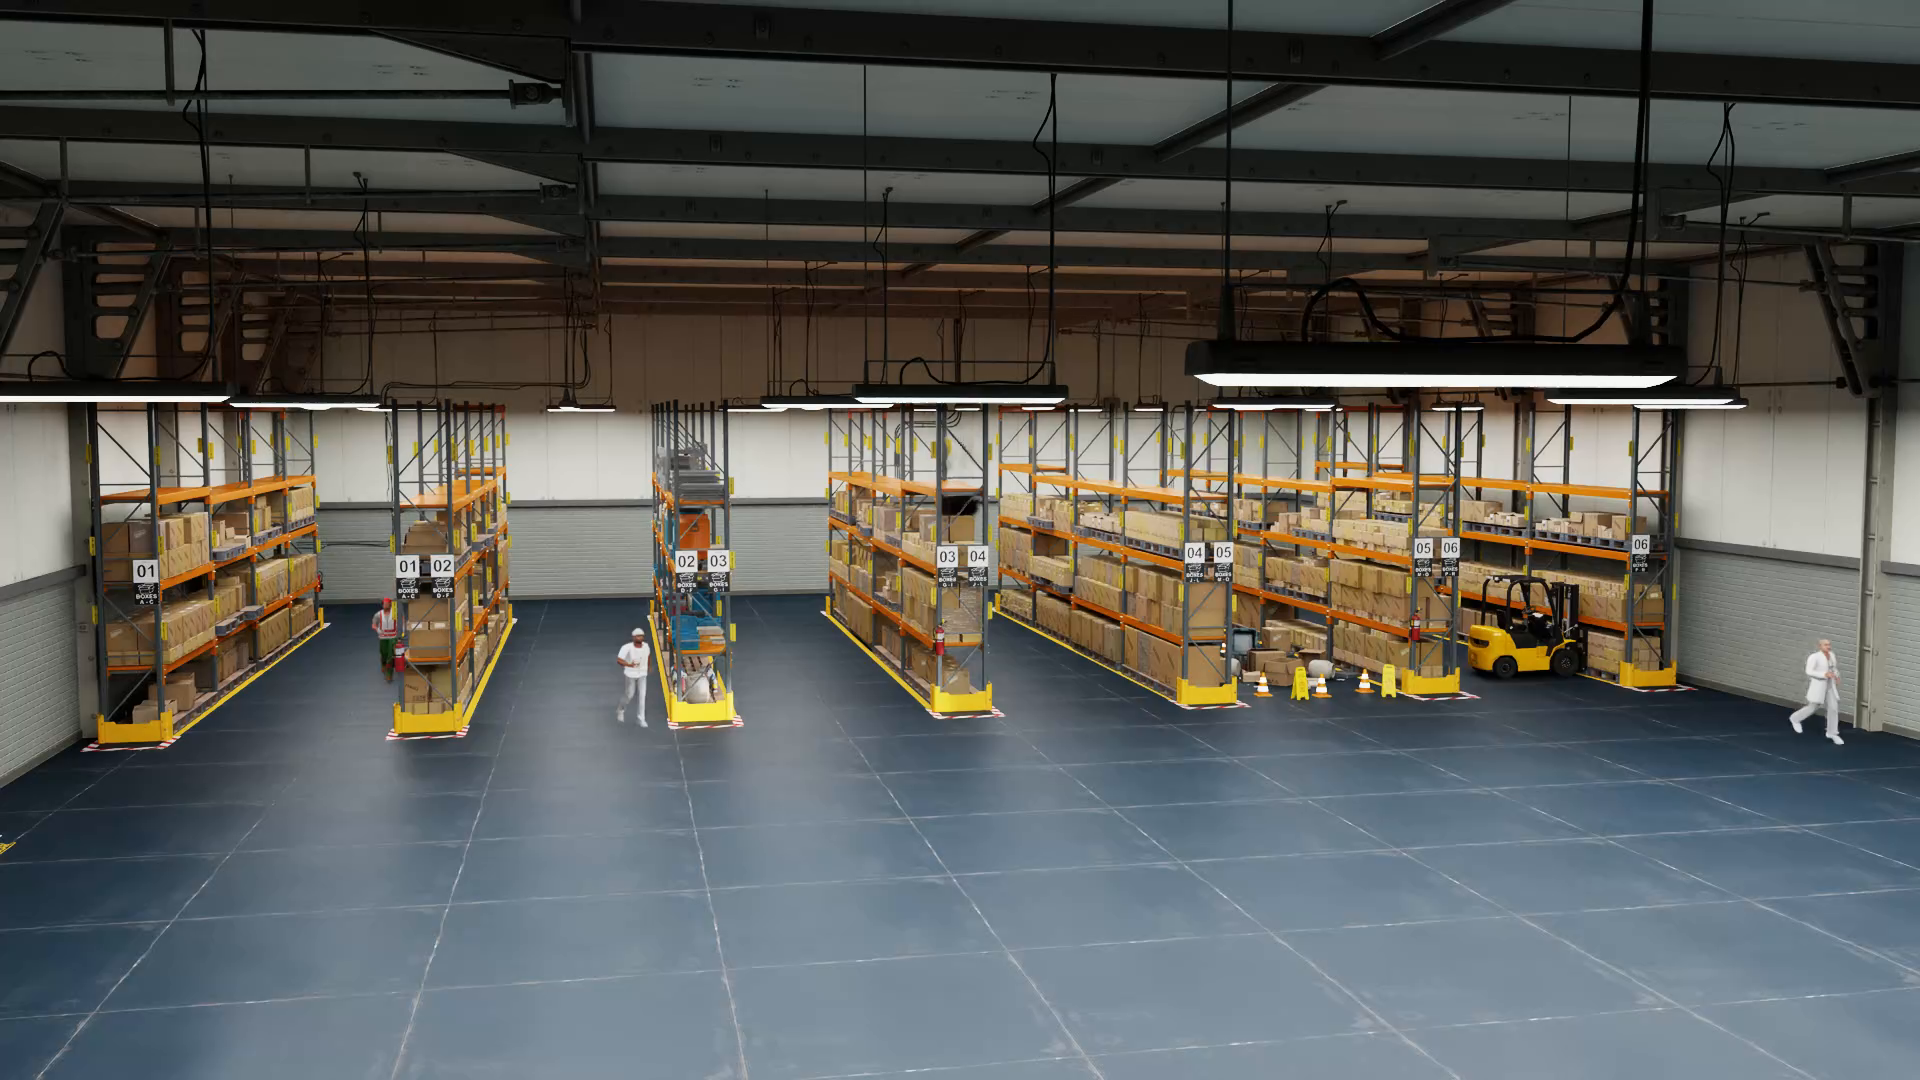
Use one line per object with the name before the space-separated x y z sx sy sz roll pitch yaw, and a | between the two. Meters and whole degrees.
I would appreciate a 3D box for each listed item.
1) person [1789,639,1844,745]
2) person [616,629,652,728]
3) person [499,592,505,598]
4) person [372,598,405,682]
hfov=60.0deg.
person | 15.157 2.624 29.301 0.720 1.801 1.060 -1 4 -13
person | -5.971 2.516 30.690 0.729 1.779 0.877 -3 5 -35
person | -13.146 1.394 46.931 0.515 1.602 0.568 1 4 7
person | -12.349 2.130 35.941 0.667 1.786 0.956 -1 4 -14
